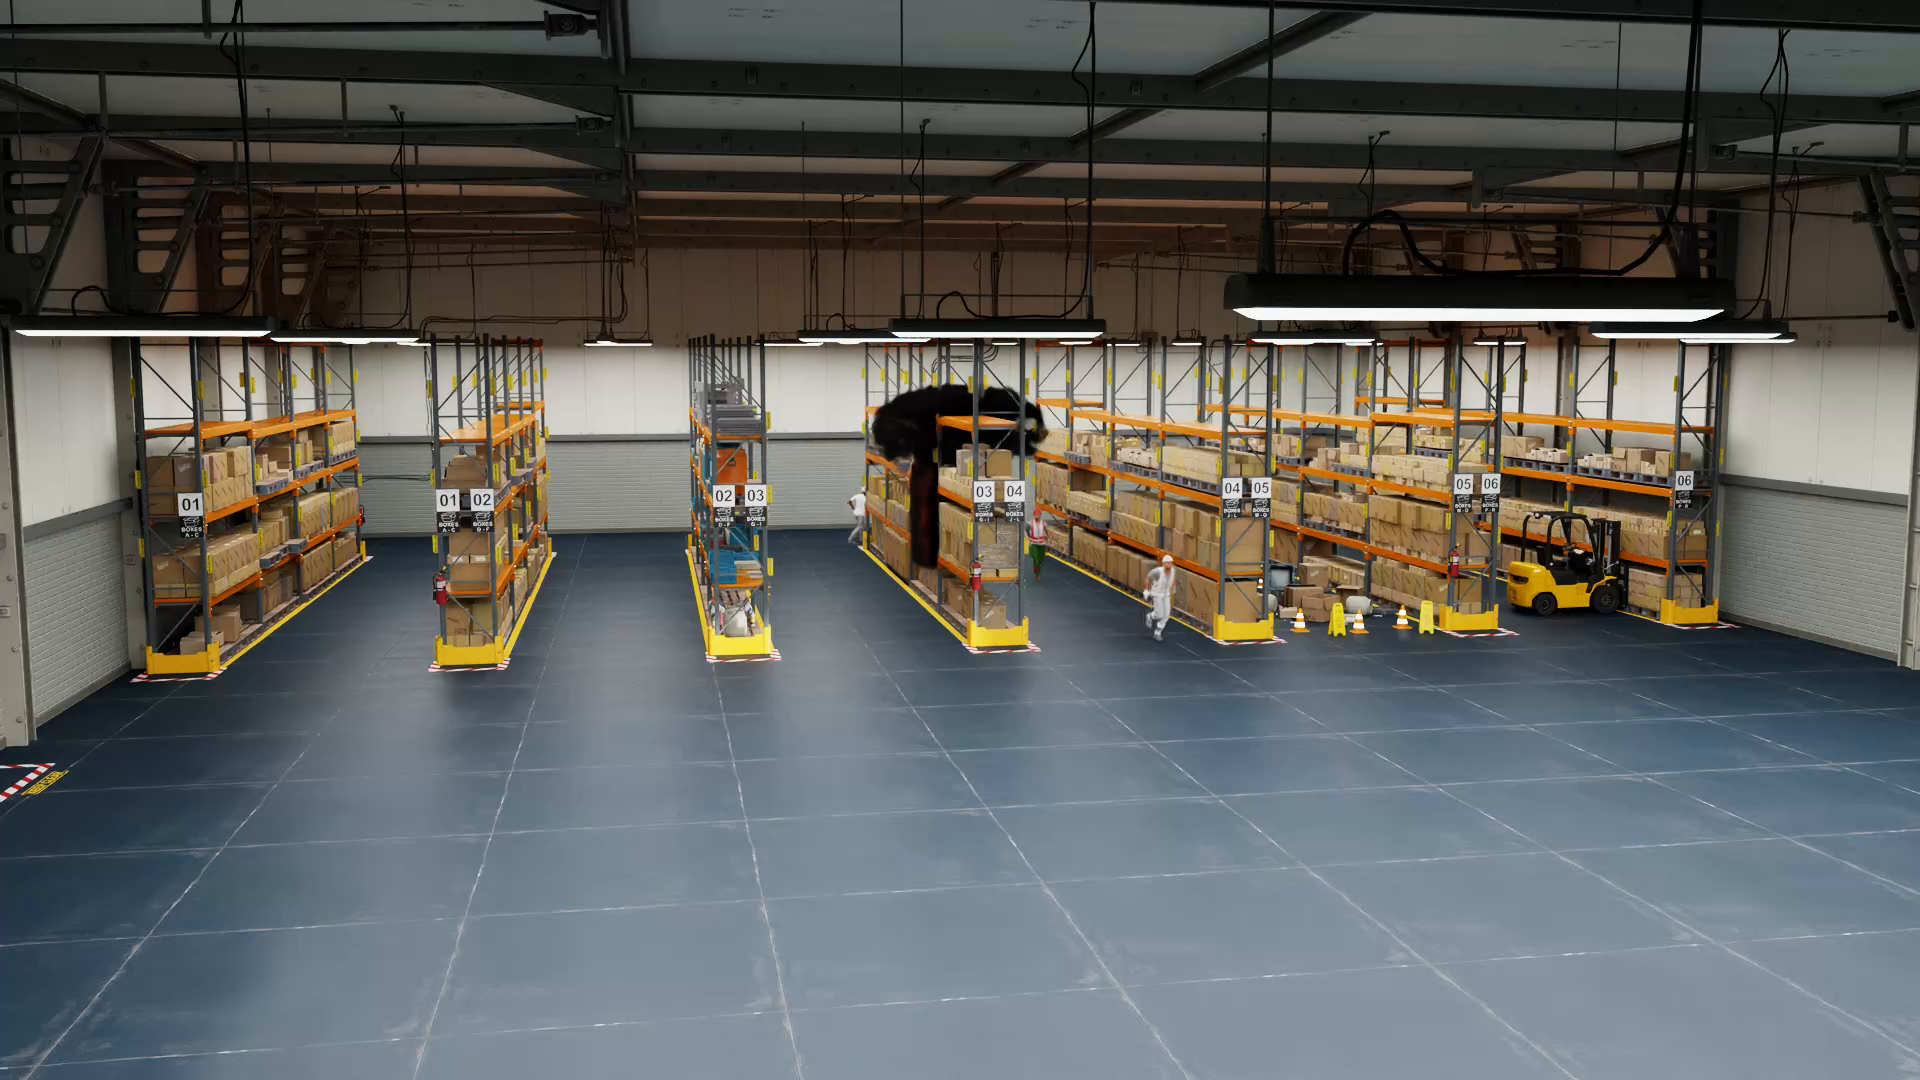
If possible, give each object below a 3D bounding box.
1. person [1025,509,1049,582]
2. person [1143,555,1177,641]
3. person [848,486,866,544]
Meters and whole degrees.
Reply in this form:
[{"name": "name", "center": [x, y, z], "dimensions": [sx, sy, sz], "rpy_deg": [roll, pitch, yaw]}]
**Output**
[{"name": "person", "center": [1.906, 0.114, 41.428], "dimensions": [0.655, 1.774, 0.819], "rpy_deg": [-1, 7, -10]}, {"name": "person", "center": [3.957, 1.131, 32.884], "dimensions": [0.646, 1.710, 0.777], "rpy_deg": [-4, 8, -31]}, {"name": "person", "center": [-2.876, -0.702, 48.654], "dimensions": [0.861, 1.731, 0.633], "rpy_deg": [-5, 8, -39]}]
